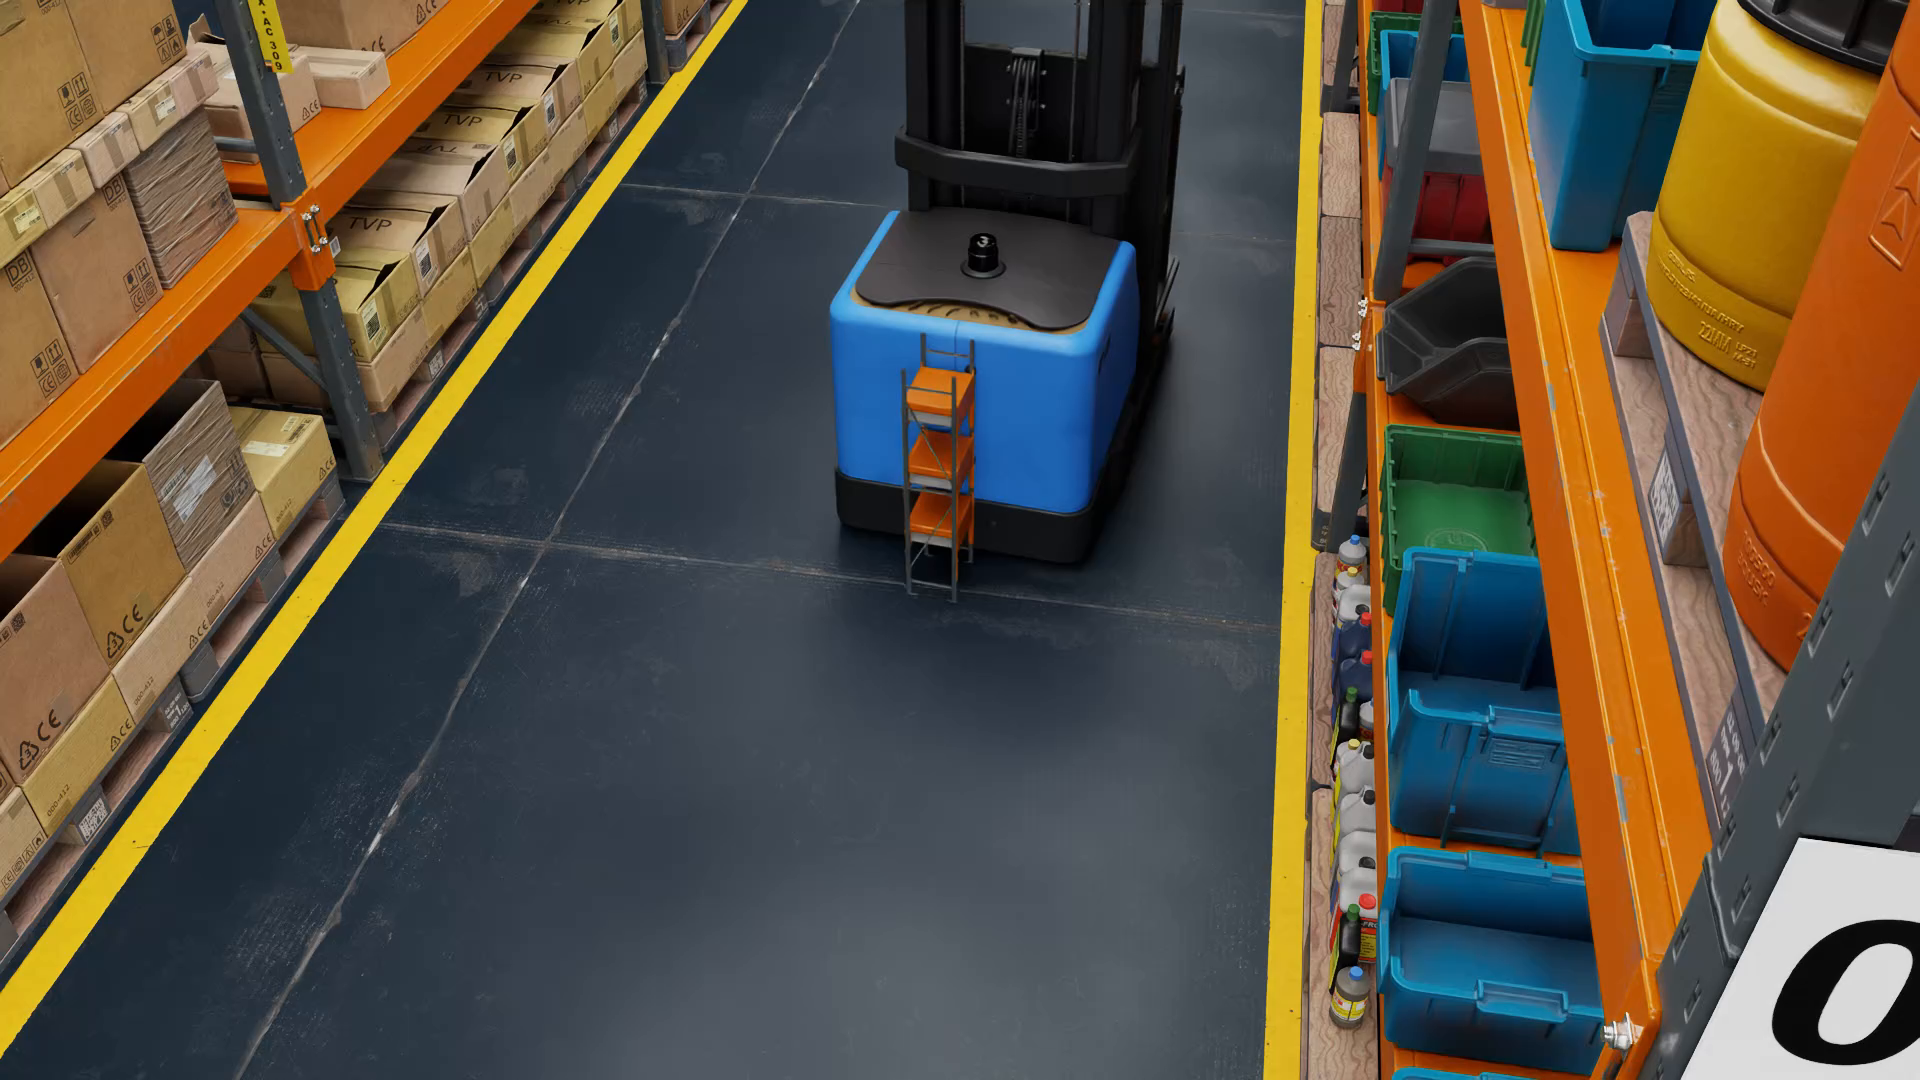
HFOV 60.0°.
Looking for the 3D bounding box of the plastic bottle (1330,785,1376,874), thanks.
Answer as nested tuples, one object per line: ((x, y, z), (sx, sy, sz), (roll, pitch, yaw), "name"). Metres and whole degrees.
((1.225, 0.876, 5.071), (0.144, 0.351, 0.185), (8, 40, 10), "plastic bottle")

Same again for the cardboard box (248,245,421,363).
((-2.650, -1.037, 7.039), (0.500, 0.311, 0.500), (7, 40, 8), "cardboard box")

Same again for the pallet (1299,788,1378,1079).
((1.545, 1.321, 4.987), (1.003, 0.211, 1.213), (6, 40, 8), "pallet")

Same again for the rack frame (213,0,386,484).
((-2.966, -1.487, 6.195), (1.000, 3.000, 0.127), (6, 40, 8), "rack frame")

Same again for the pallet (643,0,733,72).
((-2.108, -3.387, 10.681), (1.003, 0.211, 1.213), (6, 40, 8), "pallet")

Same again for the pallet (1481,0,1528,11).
((1.883, -1.558, 4.075), (1.213, 0.211, 1.003), (6, 40, 8), "pallet")

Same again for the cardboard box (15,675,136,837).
((-3.086, 0.668, 5.416), (0.500, 0.250, 0.500), (6, 40, 8), "cardboard box")

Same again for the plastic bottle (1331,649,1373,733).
((1.330, 0.492, 5.534), (0.144, 0.351, 0.185), (5, 40, 6), "plastic bottle")

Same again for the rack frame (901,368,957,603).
((-0.110, -0.178, 6.141), (0.200, 1.050, 0.008), (10, 41, 12), "rack frame")

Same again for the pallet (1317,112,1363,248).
((2.431, -1.892, 8.873), (1.003, 0.211, 1.213), (6, 40, 8), "pallet")

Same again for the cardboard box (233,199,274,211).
((-3.095, -1.418, 7.500), (0.500, 0.311, 0.500), (7, 40, 9), "cardboard box")

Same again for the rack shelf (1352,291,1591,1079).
((1.565, 0.594, 4.242), (1.077, 0.370, 4.000), (6, 40, 8), "rack shelf")

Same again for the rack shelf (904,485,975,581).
((-0.077, -0.030, 6.415), (0.215, 0.259, 0.240), (10, 41, 12), "rack shelf")

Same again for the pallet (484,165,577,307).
((-2.669, -1.647, 8.576), (1.003, 0.211, 1.213), (6, 40, 8), "pallet")

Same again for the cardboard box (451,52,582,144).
((-2.296, -2.316, 8.586), (0.500, 0.311, 0.500), (6, 40, 7), "cardboard box")

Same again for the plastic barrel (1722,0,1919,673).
((1.178, -0.231, 1.654), (0.600, 0.830, 0.708), (6, 40, 8), "plastic barrel")

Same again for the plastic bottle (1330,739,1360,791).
((1.258, 0.725, 5.370), (0.097, 0.201, 0.097), (0, 40, 0), "plastic bottle")

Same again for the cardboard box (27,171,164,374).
((-3.122, -0.915, 5.424), (0.700, 0.500, 0.500), (6, 40, 7), "cardboard box")

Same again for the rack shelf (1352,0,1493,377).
((2.258, -1.917, 7.279), (1.077, 0.370, 4.000), (6, 40, 8), "rack shelf")

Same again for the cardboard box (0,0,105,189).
((-3.123, -1.429, 5.028), (0.700, 0.500, 0.500), (6, 40, 8), "cardboard box")

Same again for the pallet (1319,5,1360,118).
((2.699, -2.874, 10.060), (1.003, 0.211, 1.213), (6, 40, 8), "pallet")

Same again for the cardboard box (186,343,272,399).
((-3.180, -0.881, 7.290), (0.500, 0.250, 0.500), (6, 40, 7), "cardboard box")

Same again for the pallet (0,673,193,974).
((-3.354, 0.850, 5.556), (1.003, 0.211, 1.213), (6, 40, 8), "pallet")

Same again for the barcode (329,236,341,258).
((-2.512, -1.178, 6.683), (0.001, 0.075, 0.075), (6, 40, 8), "barcode")

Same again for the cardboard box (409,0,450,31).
((-2.640, -2.651, 7.524), (0.500, 0.500, 0.500), (6, 40, 8), "cardboard box")

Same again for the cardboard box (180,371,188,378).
((-3.355, -0.622, 6.388), (0.500, 0.500, 0.500), (6, 40, 8), "cardboard box")

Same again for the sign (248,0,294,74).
((-2.420, -1.791, 5.821), (0.100, 0.325, 0.005), (6, 40, 8), "sign")

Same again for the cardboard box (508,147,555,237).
((-2.387, -1.780, 8.377), (0.500, 0.250, 0.500), (7, 40, 9), "cardboard box")

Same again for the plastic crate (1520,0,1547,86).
((1.370, -1.053, 3.482), (0.336, 0.188, 0.450), (6, 40, 8), "plastic crate")

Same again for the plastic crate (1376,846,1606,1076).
((1.129, 0.875, 3.454), (0.499, 0.251, 0.408), (6, 40, 8), "plastic crate")

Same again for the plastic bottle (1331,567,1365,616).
((1.407, 0.186, 6.022), (0.097, 0.201, 0.097), (0, 40, 0), "plastic bottle")

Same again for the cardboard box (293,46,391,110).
((-2.612, -1.924, 6.920), (0.380, 0.149, 0.250), (6, 40, 8), "cardboard box")

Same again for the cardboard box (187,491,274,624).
((-2.928, 0.039, 6.178), (0.500, 0.250, 0.500), (6, 40, 8), "cardboard box")

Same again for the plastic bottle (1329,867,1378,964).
((1.176, 1.096, 4.863), (0.152, 0.276, 0.135), (7, 40, 8), "plastic bottle")

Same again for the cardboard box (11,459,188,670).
((-3.012, 0.064, 5.559), (0.500, 0.500, 0.500), (6, 40, 8), "cardboard box")

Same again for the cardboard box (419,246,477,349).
((-2.563, -1.136, 7.598), (0.500, 0.250, 0.500), (7, 40, 9), "cardboard box")

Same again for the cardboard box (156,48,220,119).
((-2.803, -1.581, 5.721), (0.380, 0.149, 0.250), (6, 40, 8), "cardboard box")

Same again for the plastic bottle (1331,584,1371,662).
((1.396, 0.299, 5.826), (0.152, 0.276, 0.135), (8, 40, 9), "plastic bottle")

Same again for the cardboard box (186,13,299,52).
((-2.995, -2.007, 6.929), (0.396, 0.266, 0.258), (5, 40, 7), "cardboard box")

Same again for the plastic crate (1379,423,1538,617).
((1.399, -0.036, 4.606), (0.450, 0.188, 0.662), (6, 40, 8), "plastic crate")

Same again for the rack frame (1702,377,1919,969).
((1.219, -0.740, 0.583), (1.000, 3.000, 0.127), (6, 40, 8), "rack frame")

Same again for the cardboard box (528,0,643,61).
((-2.122, -2.960, 9.364), (0.500, 0.311, 0.500), (7, 40, 9), "cardboard box")

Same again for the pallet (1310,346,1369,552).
((2.009, -0.361, 7.021), (1.003, 0.211, 1.213), (6, 40, 8), "pallet")

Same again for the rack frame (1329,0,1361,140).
((2.604, -3.449, 8.567), (1.000, 3.000, 0.127), (6, 40, 8), "rack frame")

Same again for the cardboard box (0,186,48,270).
((-2.980, -0.943, 4.949), (0.380, 0.149, 0.250), (6, 40, 7), "cardboard box")

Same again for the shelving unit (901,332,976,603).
((-0.077, -0.253, 6.232), (0.215, 1.050, 0.252), (10, 41, 12), "shelving unit")

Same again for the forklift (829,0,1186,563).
((0.384, -1.986, 6.851), (1.130, 2.935, 3.031), (10, 41, 12), "forklift")

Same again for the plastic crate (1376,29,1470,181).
((1.796, -1.659, 6.415), (0.392, 0.384, 0.575), (6, 40, 8), "plastic crate")

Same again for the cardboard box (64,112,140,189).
((-2.890, -1.262, 5.335), (0.380, 0.149, 0.250), (5, 40, 6), "cardboard box")

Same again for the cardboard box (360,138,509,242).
((-2.469, -1.676, 7.811), (0.500, 0.311, 0.500), (5, 40, 6), "cardboard box")

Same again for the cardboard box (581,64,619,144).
((-2.211, -2.419, 9.150), (0.500, 0.250, 0.500), (6, 40, 7), "cardboard box")

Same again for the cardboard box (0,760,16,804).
((-3.188, 0.691, 4.800), (0.500, 0.500, 0.500), (6, 40, 8), "cardboard box")

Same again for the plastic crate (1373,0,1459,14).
((2.023, -2.493, 7.361), (0.402, 0.464, 0.583), (6, 40, 8), "plastic crate")

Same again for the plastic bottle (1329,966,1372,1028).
((1.105, 1.280, 4.699), (0.097, 0.201, 0.097), (0, 40, 0), "plastic bottle")
